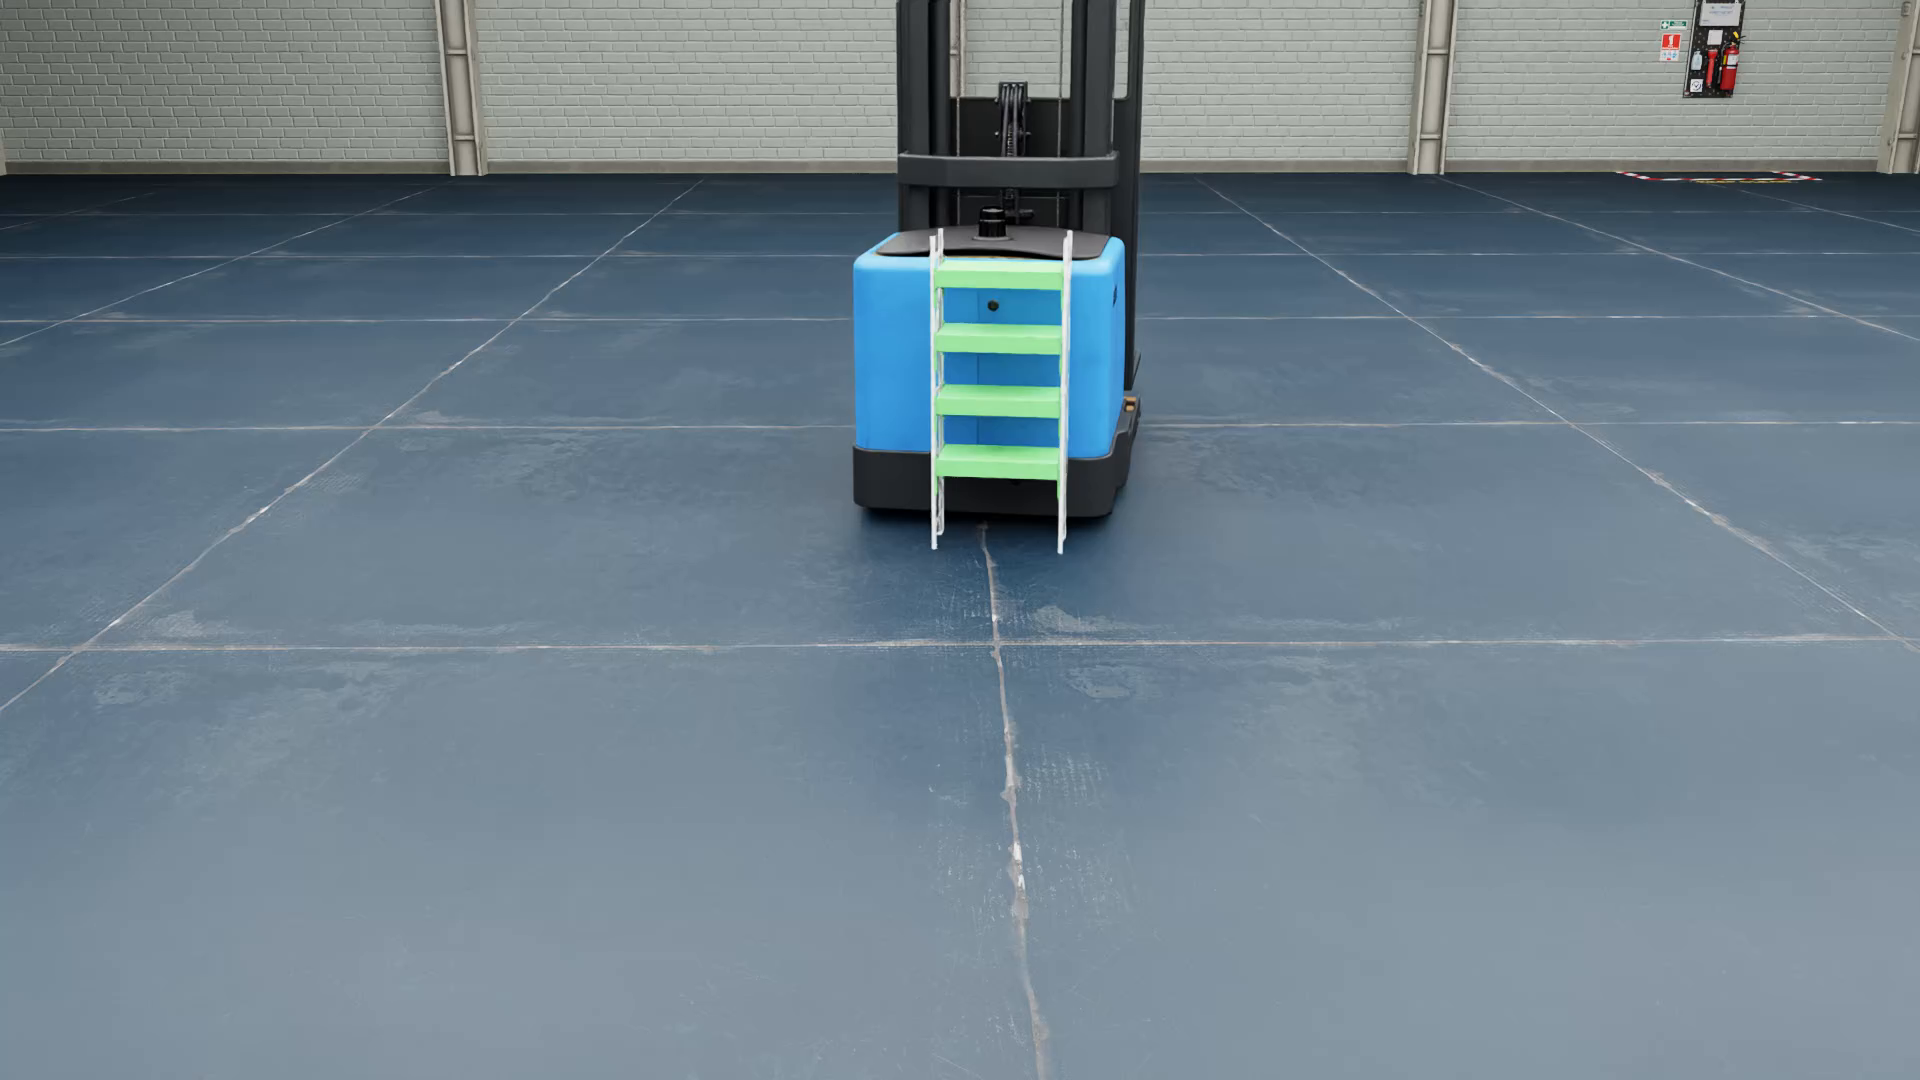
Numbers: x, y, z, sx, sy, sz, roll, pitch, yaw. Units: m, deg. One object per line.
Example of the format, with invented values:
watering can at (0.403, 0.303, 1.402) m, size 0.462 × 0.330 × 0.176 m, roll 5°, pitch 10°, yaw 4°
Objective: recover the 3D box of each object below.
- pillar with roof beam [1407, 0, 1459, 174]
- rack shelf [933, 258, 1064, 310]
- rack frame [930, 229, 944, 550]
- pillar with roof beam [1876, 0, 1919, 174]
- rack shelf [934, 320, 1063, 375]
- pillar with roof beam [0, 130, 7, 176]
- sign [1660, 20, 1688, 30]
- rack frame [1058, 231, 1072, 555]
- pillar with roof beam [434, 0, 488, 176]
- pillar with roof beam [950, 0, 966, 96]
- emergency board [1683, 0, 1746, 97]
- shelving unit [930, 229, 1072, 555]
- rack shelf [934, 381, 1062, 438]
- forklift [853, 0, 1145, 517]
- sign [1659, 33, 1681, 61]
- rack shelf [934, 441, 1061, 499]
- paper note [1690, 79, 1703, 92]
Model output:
pillar with roof beam at (5.934, -7.598, 15.502) m, size 0.400 × 9.000 × 9.100 m, roll 0°, pitch 18°, yaw -1°
rack shelf at (0.156, -0.958, 6.206) m, size 0.480 × 0.148 × 0.258 m, roll 2°, pitch 18°, yaw 7°
rack frame at (-0.086, -0.571, 6.362) m, size 0.015 × 1.200 × 0.240 m, roll 2°, pitch 18°, yaw 7°
pillar with roof beam at (11.933, -7.627, 15.592) m, size 0.400 × 9.000 × 9.100 m, roll 0°, pitch 18°, yaw -1°
rack shelf at (0.156, -0.729, 6.279) m, size 0.480 × 0.148 × 0.258 m, roll 2°, pitch 18°, yaw 7°
pillar with roof beam at (-12.064, -7.511, 15.231) m, size 0.400 × 9.000 × 9.100 m, roll 0°, pitch 18°, yaw -1°
sign at (8.844, -6.381, 20.601) m, size 0.331 × 0.109 × 0.001 m, roll 0°, pitch 18°, yaw -1°
rack frame at (0.398, -0.552, 6.304) m, size 0.015 × 1.200 × 0.240 m, roll 2°, pitch 18°, yaw 7°
pillar with roof beam at (-6.065, -7.540, 15.321) m, size 0.400 × 9.000 × 9.100 m, roll 0°, pitch 18°, yaw -1°
pillar with roof beam at (-0.065, -7.569, 15.411) m, size 0.400 × 9.000 × 9.100 m, roll 0°, pitch 18°, yaw -1°
emergency board at (9.394, -6.085, 20.606) m, size 0.643 × 1.169 × 0.194 m, roll 0°, pitch 18°, yaw -1°
shelving unit at (0.156, -0.561, 6.333) m, size 0.503 × 1.200 × 0.258 m, roll 2°, pitch 18°, yaw 7°
rack shelf at (0.156, -0.501, 6.353) m, size 0.480 × 0.148 × 0.258 m, roll 2°, pitch 18°, yaw 7°
forklift at (0.300, -1.893, 7.650) m, size 1.130 × 2.935 × 3.031 m, roll 3°, pitch 18°, yaw 8°
sign at (8.839, -6.131, 20.691) m, size 0.234 × 0.329 × 0.001 m, roll 0°, pitch 18°, yaw -1°
rack shelf at (0.156, -0.272, 6.426) m, size 0.480 × 0.148 × 0.258 m, roll 2°, pitch 18°, yaw 7°
paper note at (9.215, -5.686, 20.804) m, size 0.142 × 0.148 × 0.016 m, roll 0°, pitch 18°, yaw -1°
